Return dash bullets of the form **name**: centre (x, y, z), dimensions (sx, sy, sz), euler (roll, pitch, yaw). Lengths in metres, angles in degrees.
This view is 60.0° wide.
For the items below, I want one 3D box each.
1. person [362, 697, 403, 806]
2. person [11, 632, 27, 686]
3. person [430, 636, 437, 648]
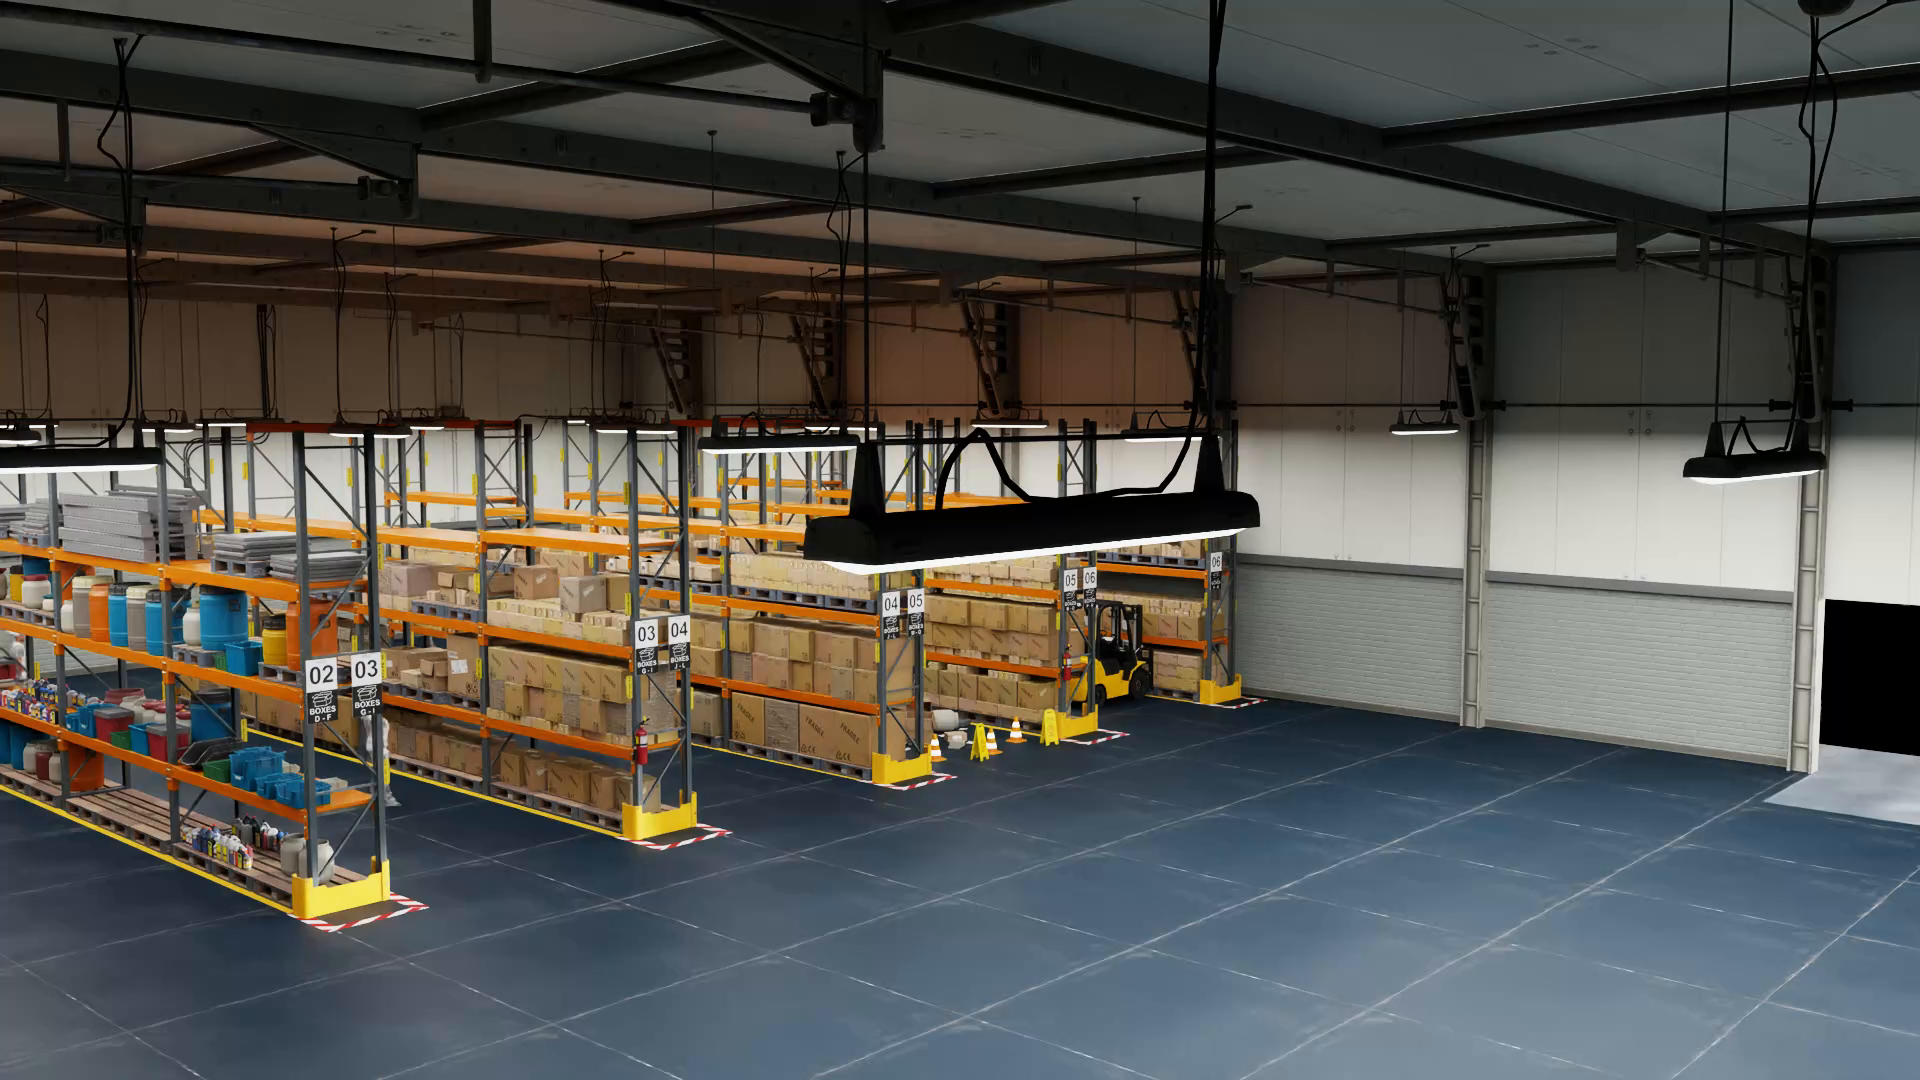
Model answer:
- **person**: centre (-9.150, 3.319, 26.354), dimensions (0.594, 1.825, 0.567), euler (-2, 5, -18)
- **person**: centre (-19.136, 2.671, 33.769), dimensions (0.613, 1.755, 0.608), euler (4, 6, 44)
- **person**: centre (-13.587, 2.008, 42.853), dimensions (0.523, 1.614, 0.943), euler (-4, 6, -41)
